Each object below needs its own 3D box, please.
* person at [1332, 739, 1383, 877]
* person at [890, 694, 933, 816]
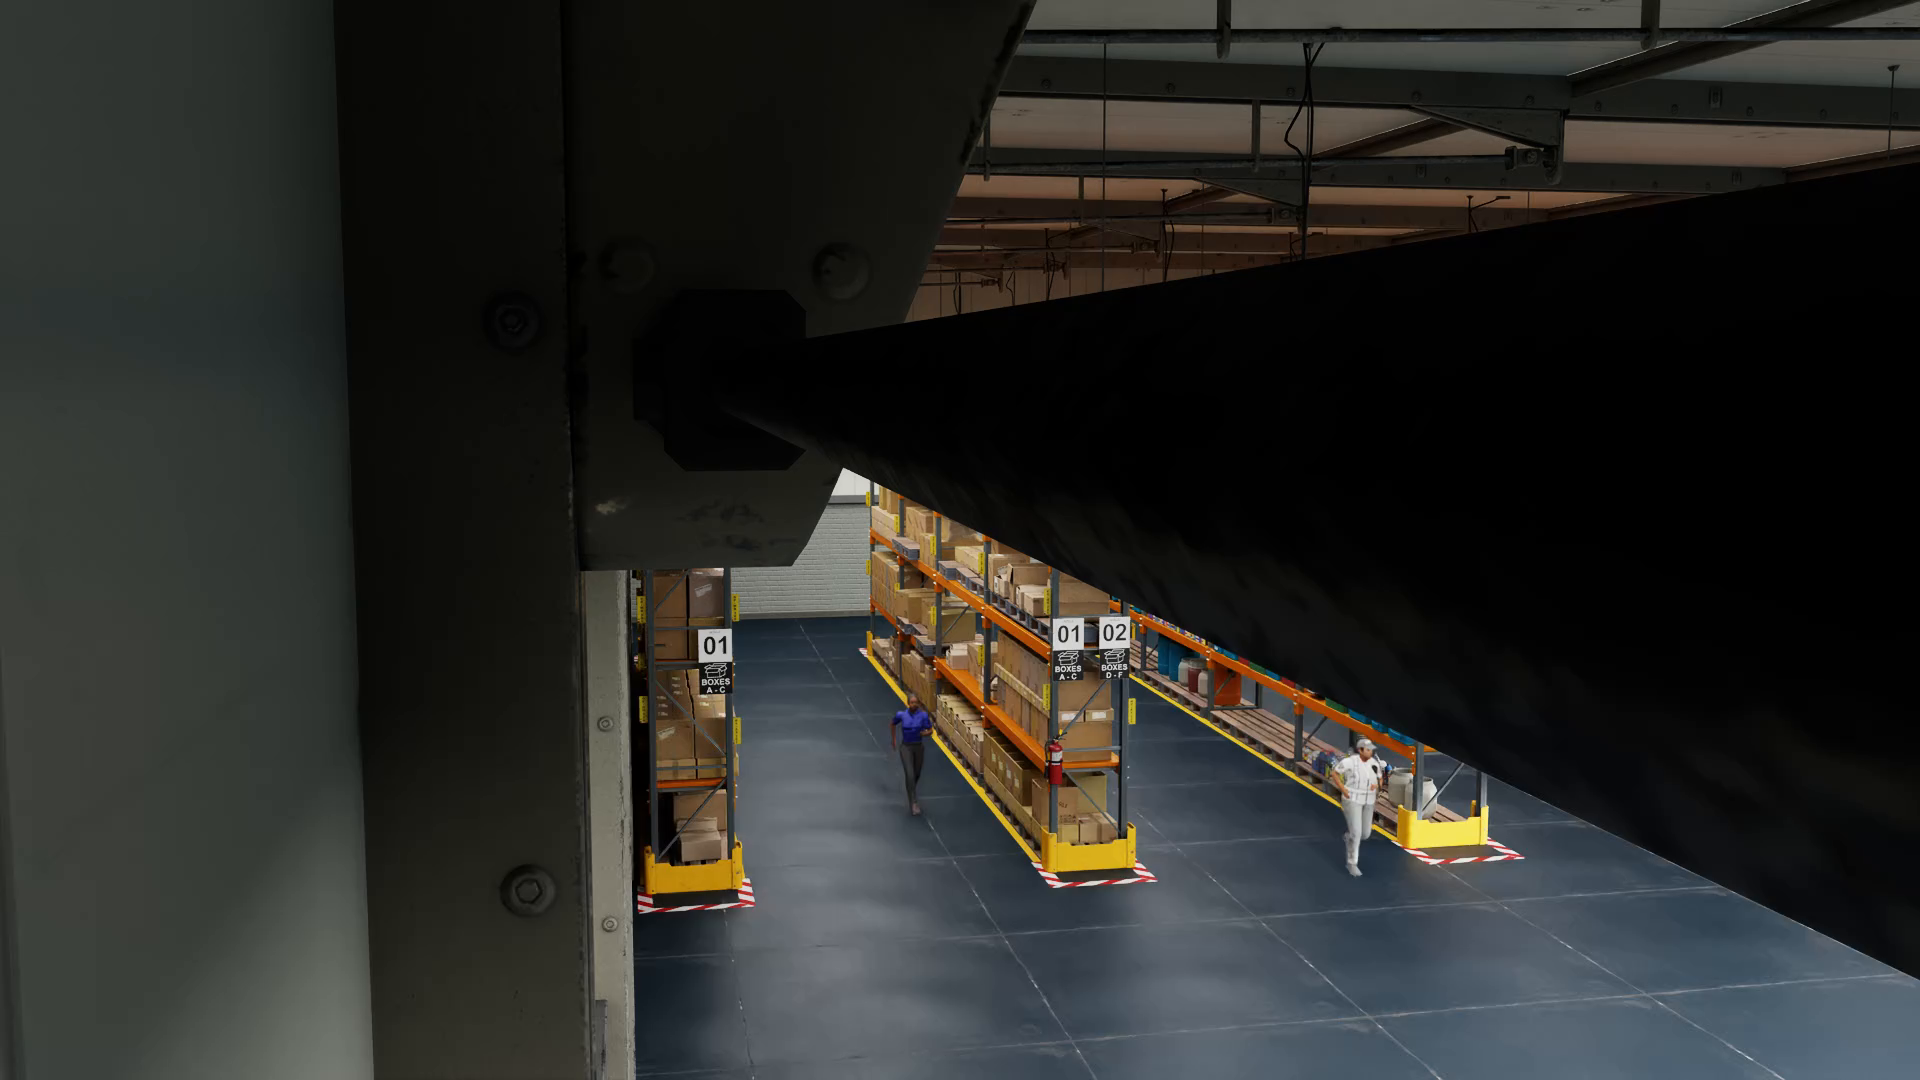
[{"bbox_3d":[5.074,3.336,21.097,0.640,1.656,0.895,-2,6,-19],"label":"person"},{"bbox_3d":[-0.682,3.012,23.750,0.567,1.647,0.933,-1,6,-14],"label":"person"}]
